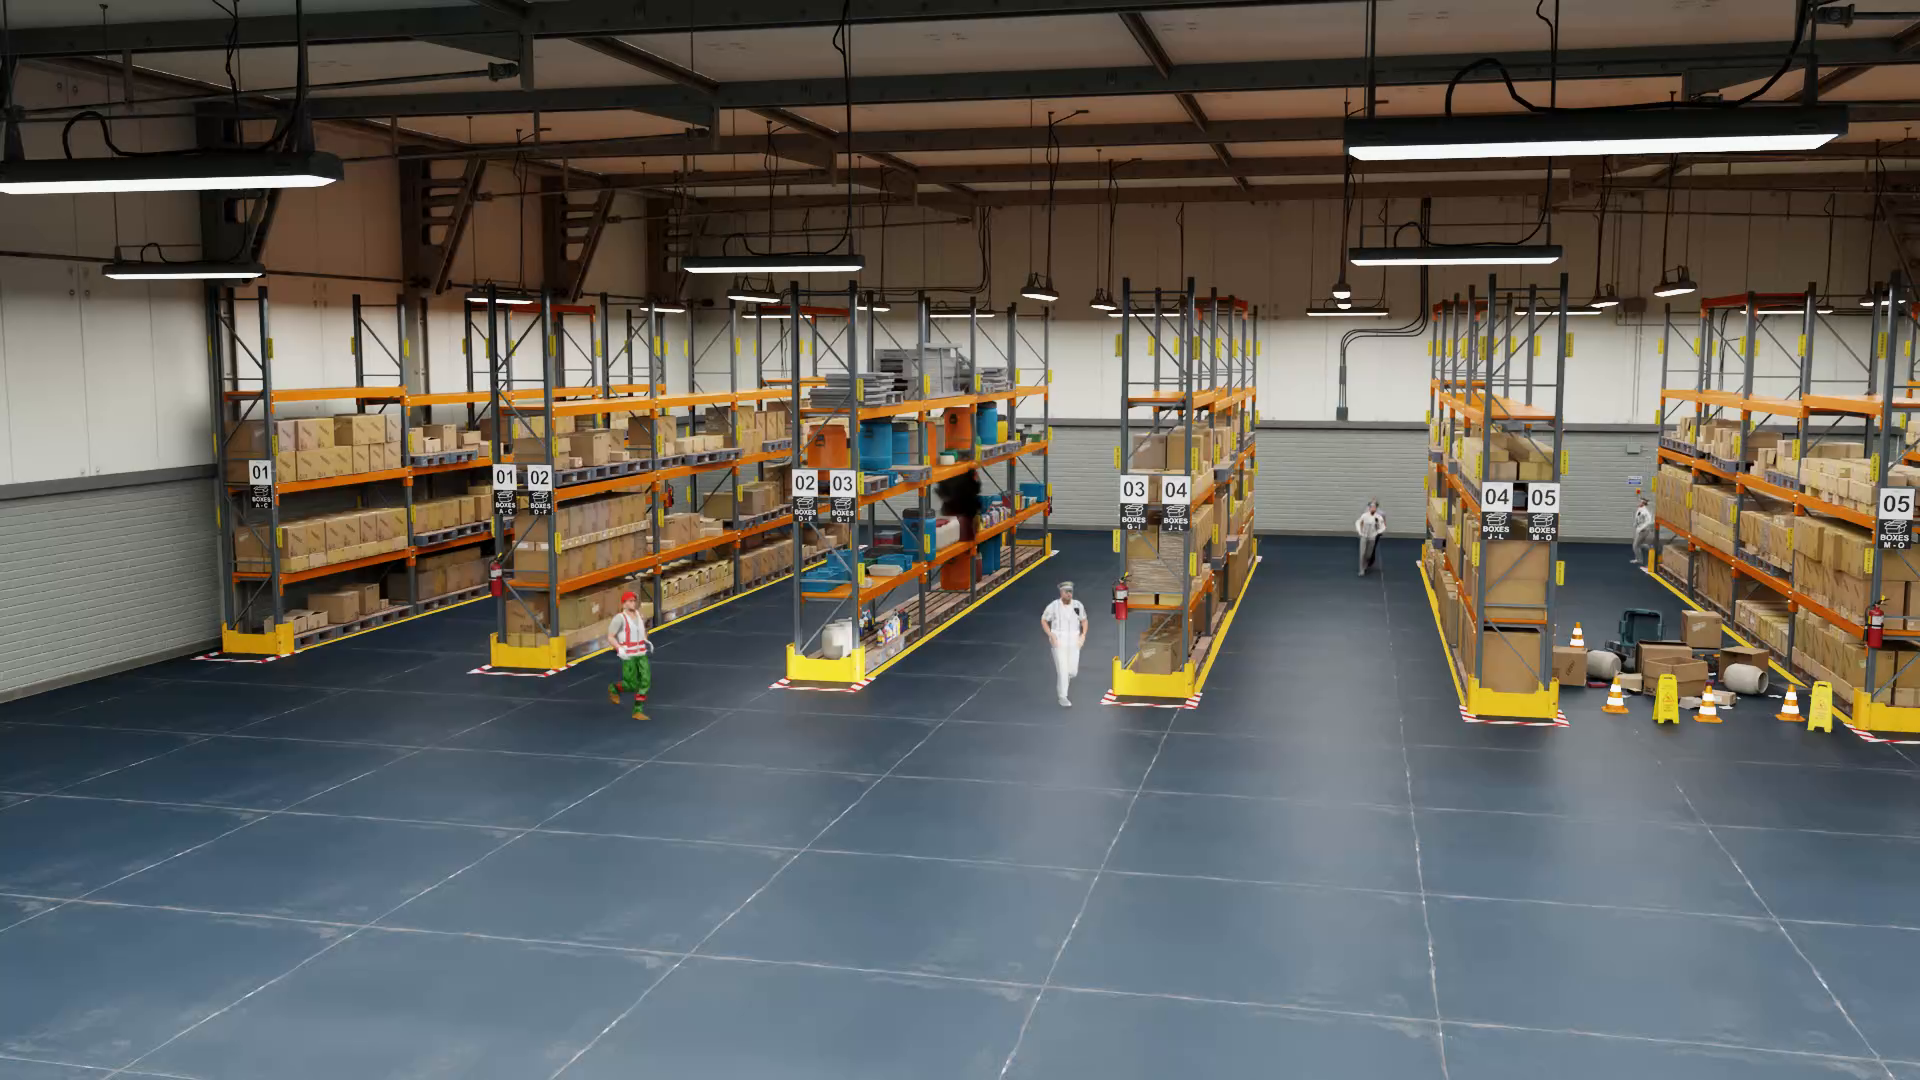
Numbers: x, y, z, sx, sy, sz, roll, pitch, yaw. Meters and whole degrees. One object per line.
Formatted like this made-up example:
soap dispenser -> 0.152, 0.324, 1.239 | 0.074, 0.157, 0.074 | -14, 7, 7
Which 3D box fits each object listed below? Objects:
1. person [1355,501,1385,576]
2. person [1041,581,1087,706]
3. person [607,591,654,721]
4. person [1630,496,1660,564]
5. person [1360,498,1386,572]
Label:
person -> 9.133, -0.053, 37.049 | 0.656, 1.655, 0.654 | 2, 7, 19
person -> 1.485, 1.397, 23.633 | 0.683, 1.672, 0.716 | -2, 7, -14
person -> -4.472, 1.559, 22.585 | 0.731, 1.747, 0.667 | 6, 9, 40
person -> 15.963, -0.229, 38.635 | 0.637, 1.609, 0.623 | 2, 7, 16
person -> 9.337, -0.123, 37.688 | 0.608, 1.630, 0.867 | 3, 7, 21
